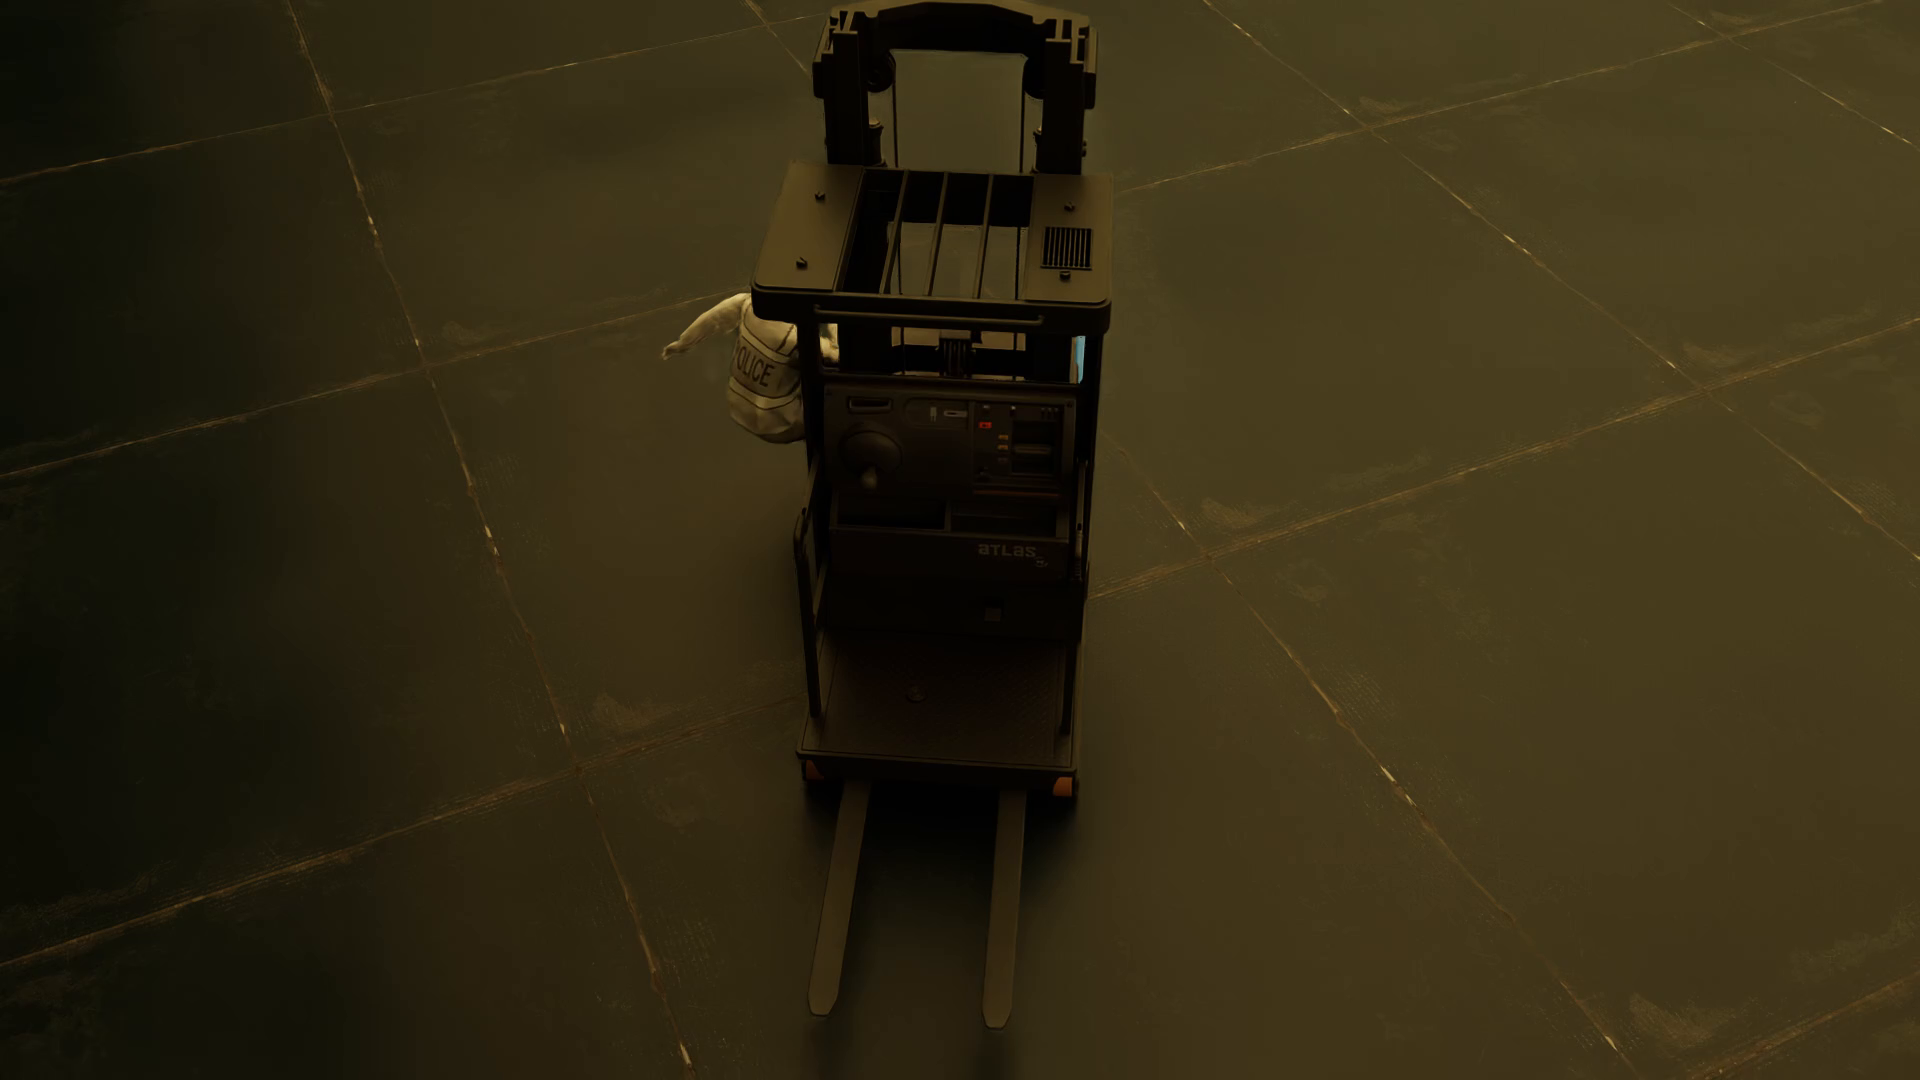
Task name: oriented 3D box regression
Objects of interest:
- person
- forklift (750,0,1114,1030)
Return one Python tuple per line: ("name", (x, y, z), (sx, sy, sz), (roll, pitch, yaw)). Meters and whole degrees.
("person", (-0.729, -0.804, 7.681), (0.896, 1.349, 0.995), (-33, 52, -30))
("forklift", (-0.056, -0.279, 5.979), (1.130, 2.935, 3.031), (3, 43, 4))
